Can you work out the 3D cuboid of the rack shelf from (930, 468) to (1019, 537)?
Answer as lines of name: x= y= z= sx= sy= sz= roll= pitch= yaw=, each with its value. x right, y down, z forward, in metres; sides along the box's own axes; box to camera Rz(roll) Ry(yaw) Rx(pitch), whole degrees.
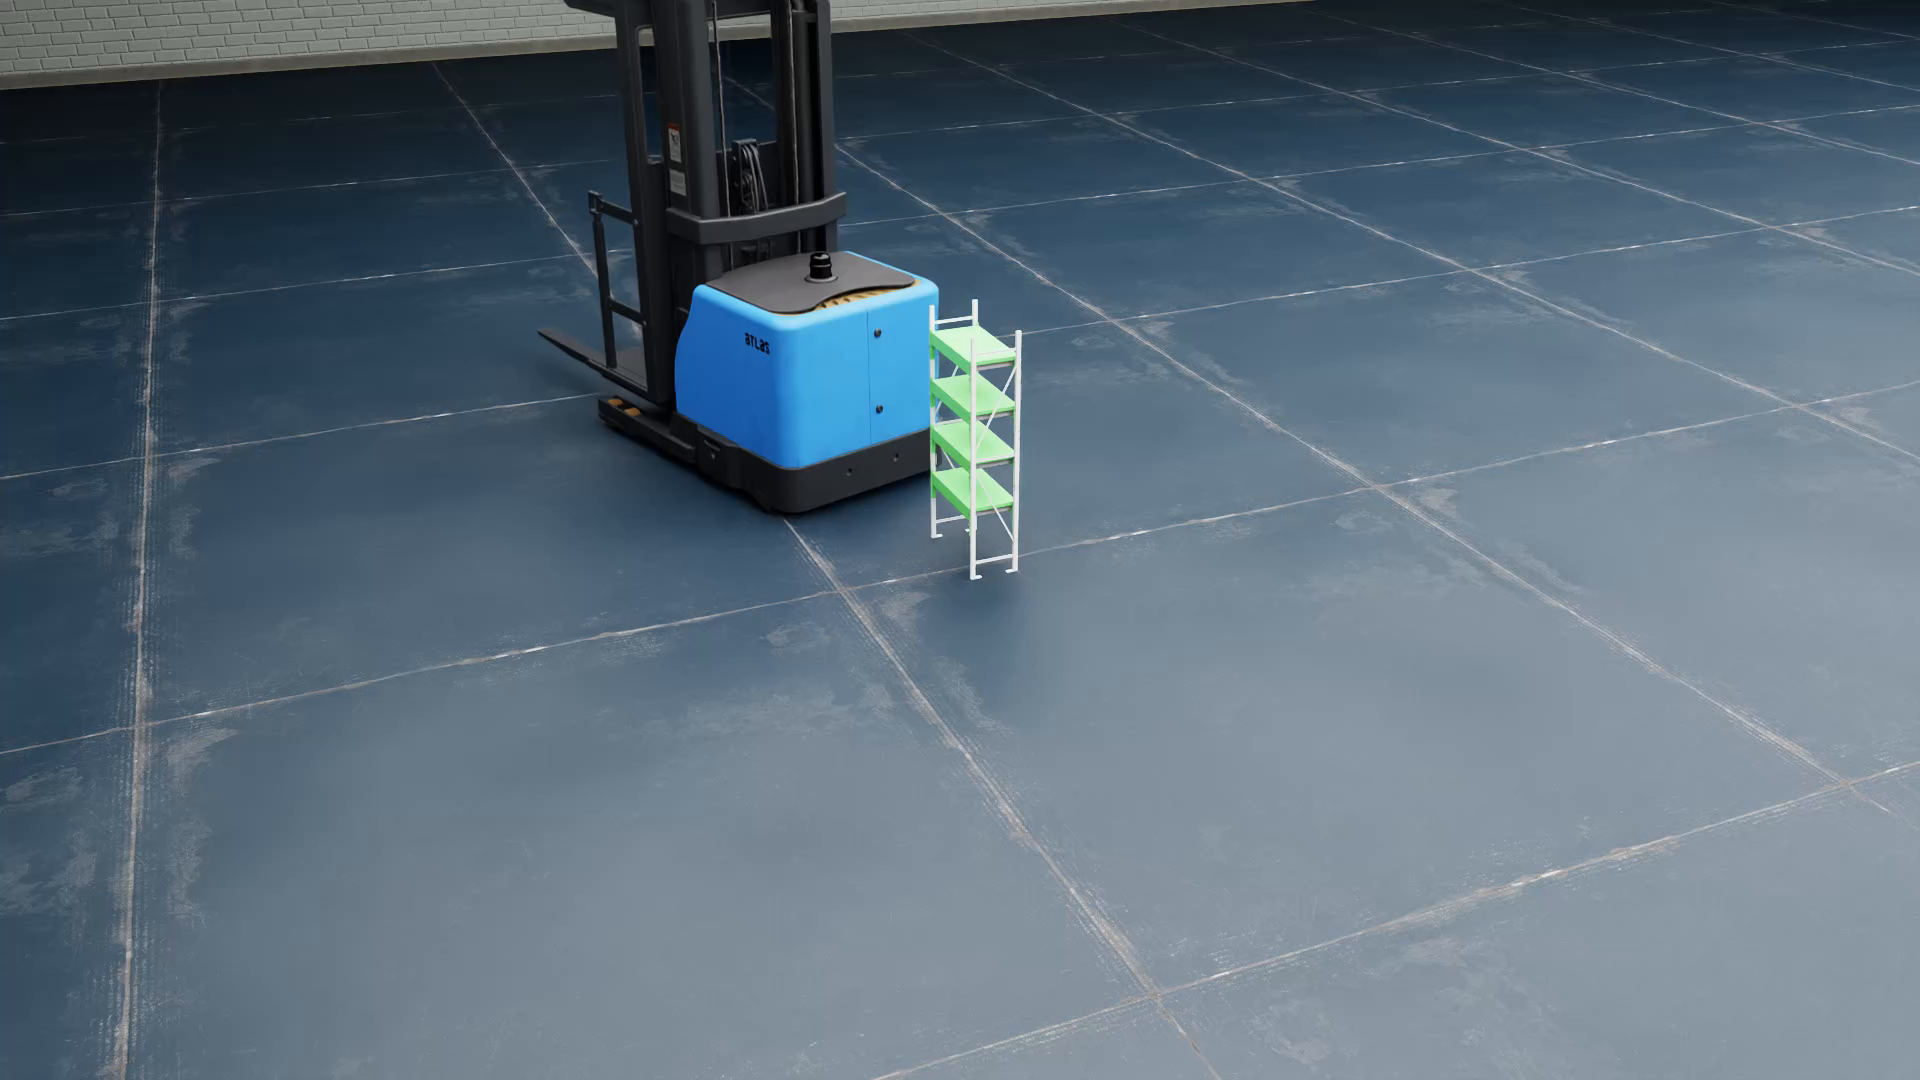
rack shelf: x=0.065 y=-0.199 z=7.983 sx=0.258 sy=0.148 sz=0.480 roll=-11 pitch=28 yaw=-21

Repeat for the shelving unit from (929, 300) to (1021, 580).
shelving unit: x=0.065 y=-0.472 z=7.850 sx=0.258 sy=1.200 sz=0.503 roll=-11 pitch=28 yaw=-21

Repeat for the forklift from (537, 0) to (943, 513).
forklift: x=-1.427 y=-2.026 z=9.059 sx=1.130 sy=2.935 sz=3.031 roll=-20 pitch=33 yaw=-35

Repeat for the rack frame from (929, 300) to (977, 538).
rack frame: x=-0.031 y=-0.571 z=8.052 sx=0.240 sy=1.200 sz=0.015 roll=-11 pitch=28 yaw=-21

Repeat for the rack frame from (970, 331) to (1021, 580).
rack frame: x=0.160 y=-0.374 z=7.648 sx=0.240 sy=1.200 sz=0.015 roll=-11 pitch=28 yaw=-21

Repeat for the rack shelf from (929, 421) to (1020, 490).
rack shelf: x=0.065 y=-0.415 z=7.878 sx=0.258 sy=0.148 sz=0.480 roll=-11 pitch=28 yaw=-21

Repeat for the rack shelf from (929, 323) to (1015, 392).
rack shelf: x=0.065 y=-0.846 z=7.667 sx=0.258 sy=0.148 sz=0.480 roll=-11 pitch=28 yaw=-21

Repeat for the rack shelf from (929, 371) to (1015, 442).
rack shelf: x=0.065 y=-0.631 z=7.773 sx=0.258 sy=0.148 sz=0.480 roll=-11 pitch=28 yaw=-21
